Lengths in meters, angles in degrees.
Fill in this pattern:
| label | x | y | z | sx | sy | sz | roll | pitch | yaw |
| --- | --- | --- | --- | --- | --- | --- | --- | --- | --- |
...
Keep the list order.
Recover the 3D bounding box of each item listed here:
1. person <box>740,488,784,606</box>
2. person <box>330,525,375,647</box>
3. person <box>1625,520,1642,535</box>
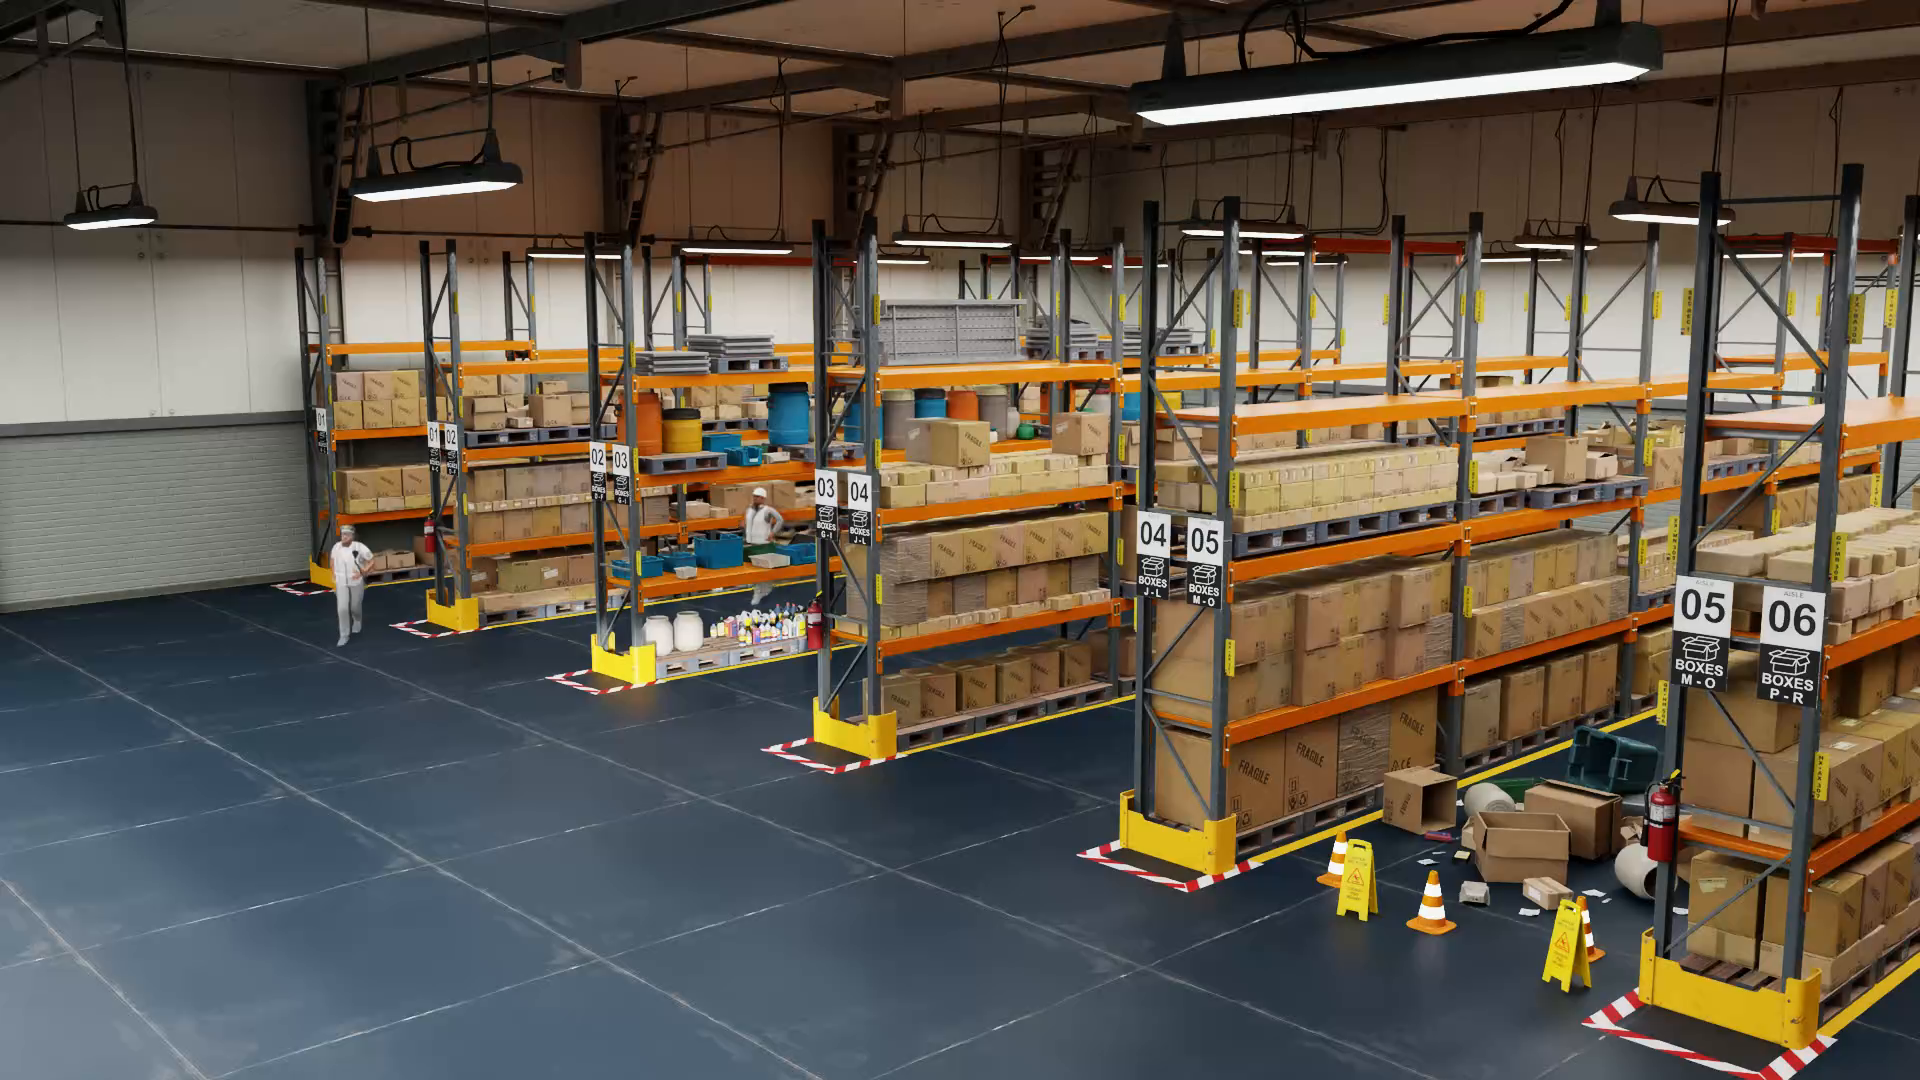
| label | x | y | z | sx | sy | sz | roll | pitch | yaw |
| --- | --- | --- | --- | --- | --- | --- | --- | --- | --- |
| person | -3.240 | 0.094 | 26.776 | 0.639 | 1.875 | 0.716 | 6 | 11 | 37 |
| person | -9.113 | 0.644 | 24.984 | 0.666 | 1.813 | 0.839 | -1 | 8 | -7 |
| person | 10.269 | 0.577 | 25.421 | 0.744 | 1.812 | 0.646 | -5 | 10 | -31 |
